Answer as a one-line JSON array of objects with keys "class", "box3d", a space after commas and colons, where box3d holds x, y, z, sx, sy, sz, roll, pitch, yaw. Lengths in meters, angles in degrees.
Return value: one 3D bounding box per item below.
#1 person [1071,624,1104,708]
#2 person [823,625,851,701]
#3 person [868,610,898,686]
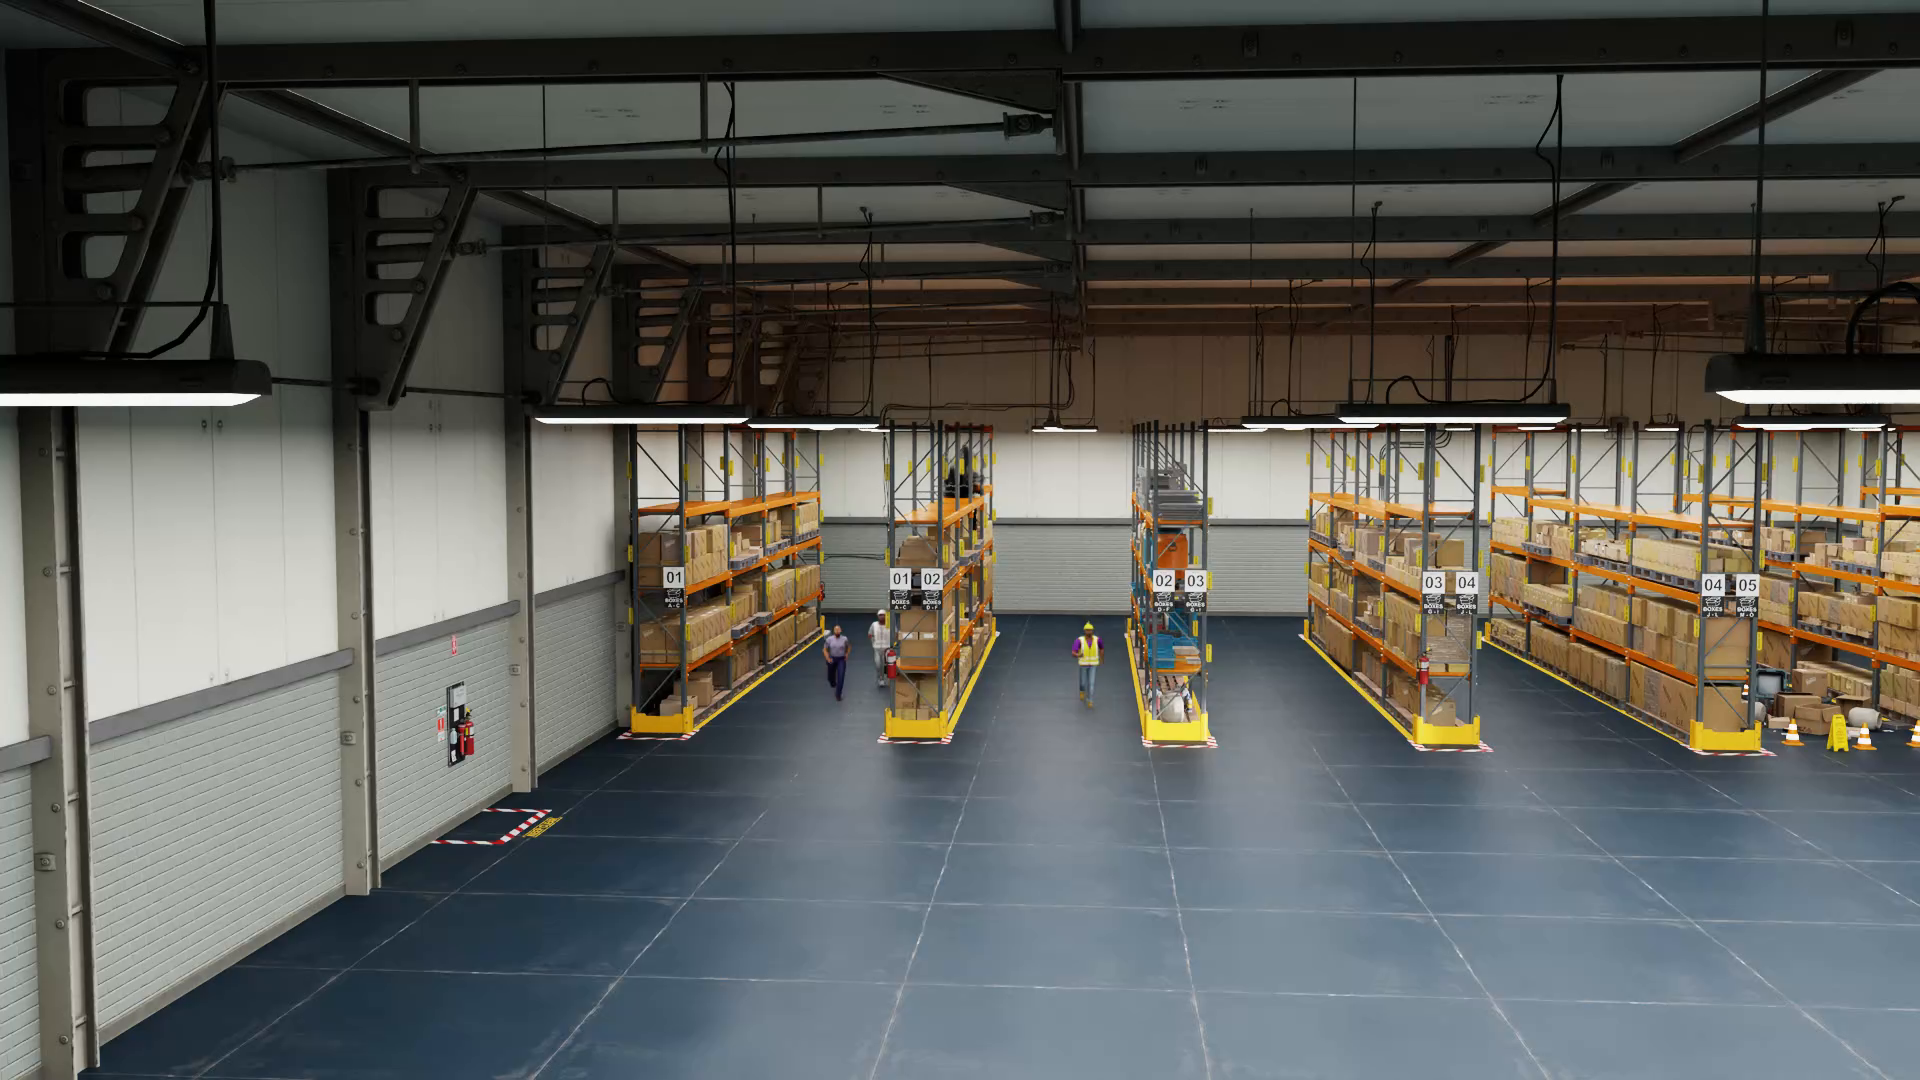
[{"class": "person", "box3d": [2.699, 2.626, 35.075, 0.709, 1.740, 0.804, 0, 4, -3]}, {"class": "person", "box3d": [-2.667, 2.658, 36.156, 0.606, 1.619, 0.808, 0, 4, -2]}, {"class": "person", "box3d": [-1.764, 2.455, 37.740, 0.669, 1.737, 0.583, 0, 4, 3]}]
